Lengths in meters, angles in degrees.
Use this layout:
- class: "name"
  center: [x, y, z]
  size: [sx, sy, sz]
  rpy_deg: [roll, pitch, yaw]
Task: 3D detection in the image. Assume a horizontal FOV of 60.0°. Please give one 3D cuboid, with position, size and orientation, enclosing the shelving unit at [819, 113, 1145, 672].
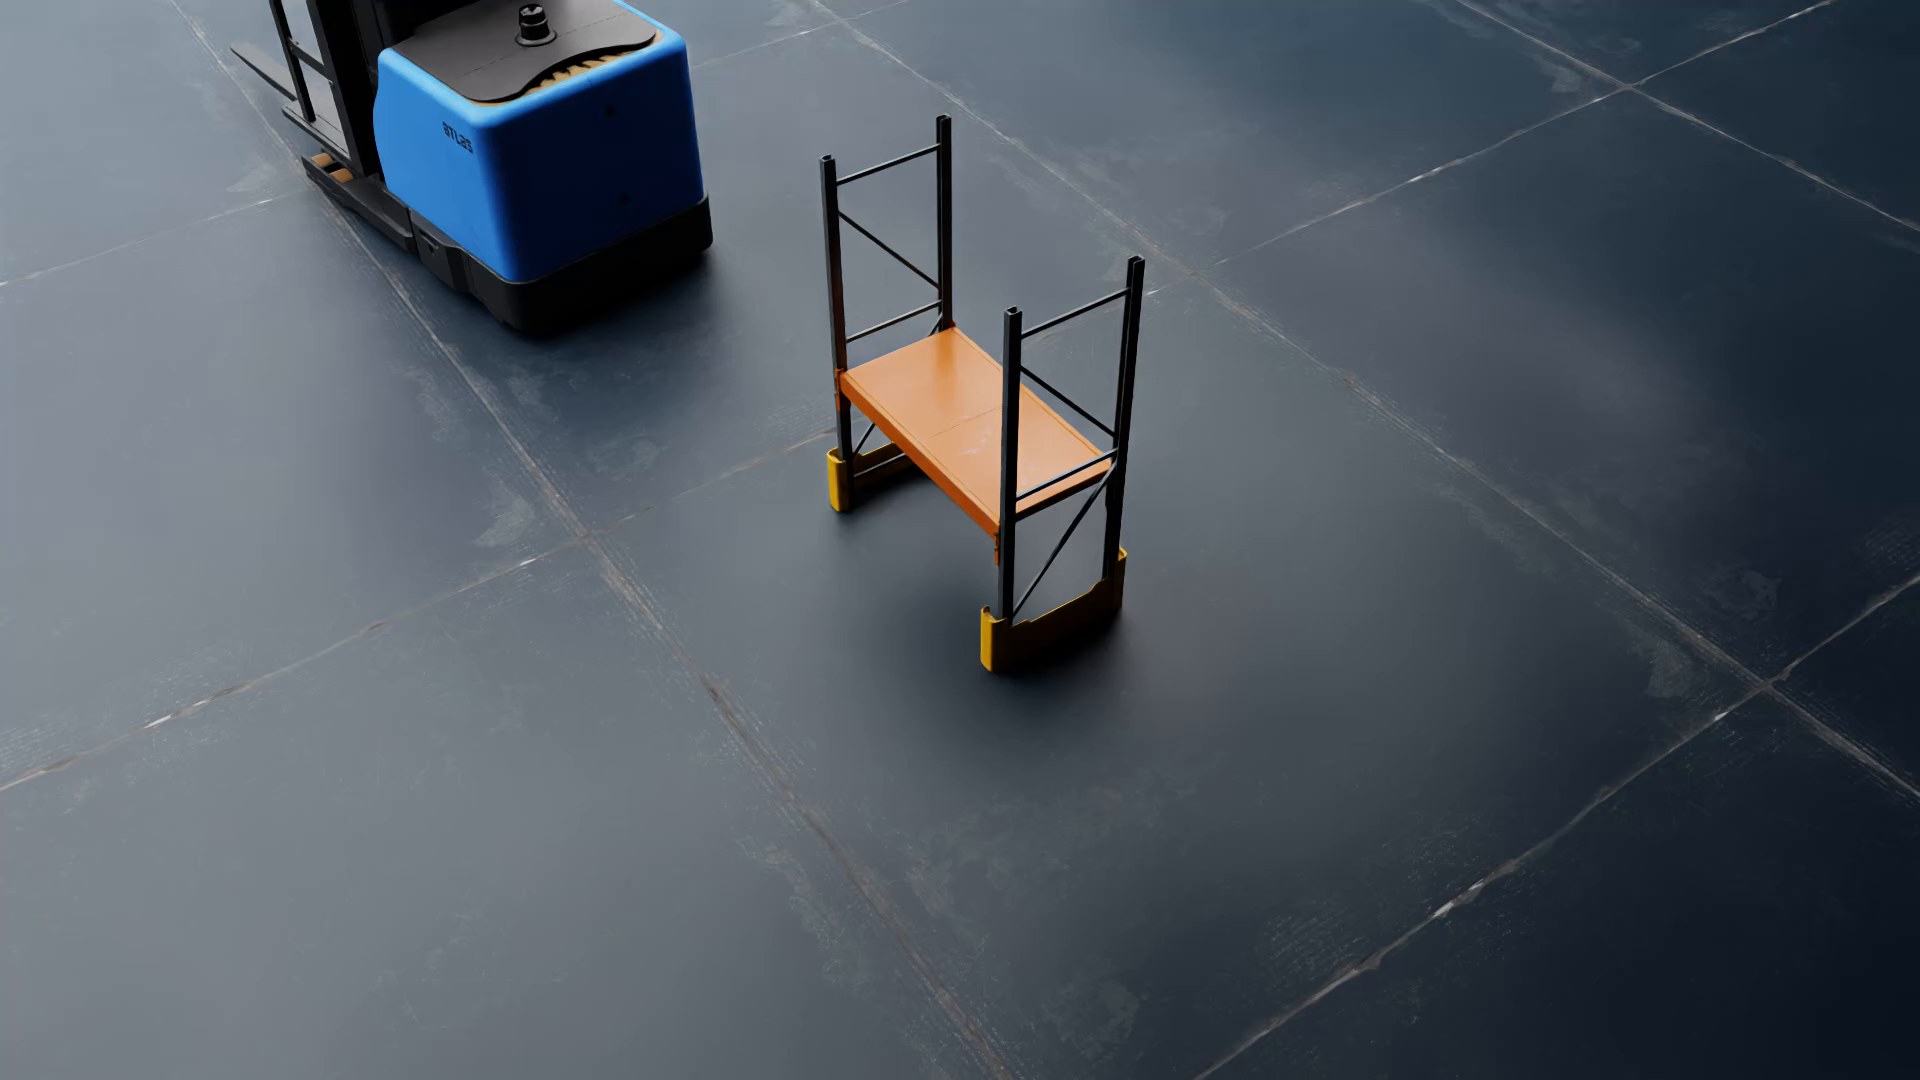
- class: "shelving unit"
  center: [0.044, -0.499, 5.687]
  size: [0.587, 1.500, 1.083]
  rpy_deg: [-26, 49, -24]

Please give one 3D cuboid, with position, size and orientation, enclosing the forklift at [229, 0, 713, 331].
- class: "forklift"
  center: [-2.504, -2.875, 7.139]
  size: [1.130, 2.935, 3.031]
  rpy_deg: [-33, 53, -30]

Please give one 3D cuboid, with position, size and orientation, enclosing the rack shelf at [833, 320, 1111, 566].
- class: "rack shelf"
  center: [0.049, -0.364, 5.806]
  size: [0.538, 0.185, 1.000]
  rpy_deg: [-26, 49, -24]

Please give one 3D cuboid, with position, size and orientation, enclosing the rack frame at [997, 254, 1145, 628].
- class: "rack frame"
  center: [0.340, -0.206, 5.380]
  size: [0.500, 1.500, 0.032]
  rpy_deg: [-26, 49, -24]

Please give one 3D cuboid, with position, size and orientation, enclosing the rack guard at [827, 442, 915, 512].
- class: "rack guard"
  center: [-0.241, -0.329, 6.414]
  size: [0.587, 0.250, 0.087]
  rpy_deg: [-26, 49, -24]

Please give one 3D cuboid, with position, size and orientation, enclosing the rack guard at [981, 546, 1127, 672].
- class: "rack guard"
  center: [0.329, 0.235, 5.823]
  size: [0.587, 0.250, 0.087]
  rpy_deg: [-26, 49, -24]

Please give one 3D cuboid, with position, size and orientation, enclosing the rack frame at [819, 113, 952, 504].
- class: "rack frame"
  center: [-0.242, -0.782, 5.983]
  size: [0.500, 1.500, 0.032]
  rpy_deg: [-26, 49, -24]
